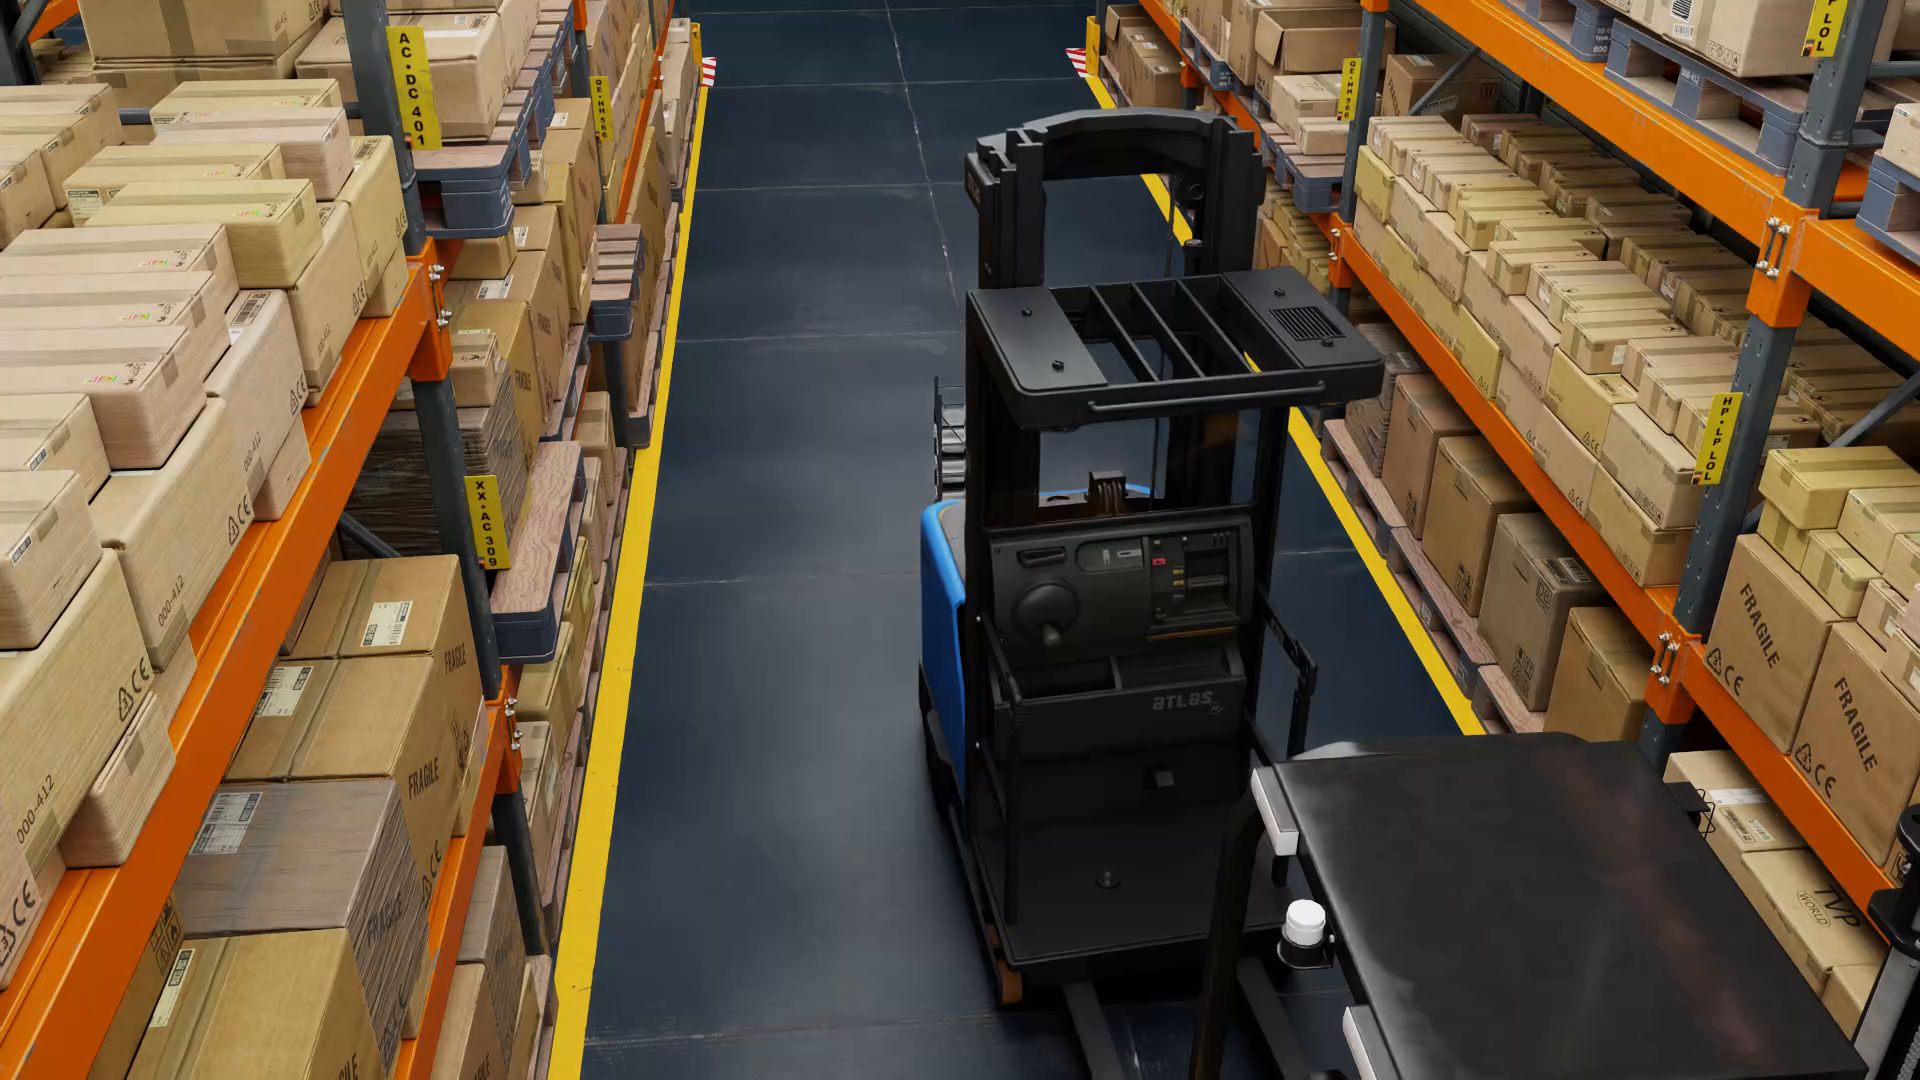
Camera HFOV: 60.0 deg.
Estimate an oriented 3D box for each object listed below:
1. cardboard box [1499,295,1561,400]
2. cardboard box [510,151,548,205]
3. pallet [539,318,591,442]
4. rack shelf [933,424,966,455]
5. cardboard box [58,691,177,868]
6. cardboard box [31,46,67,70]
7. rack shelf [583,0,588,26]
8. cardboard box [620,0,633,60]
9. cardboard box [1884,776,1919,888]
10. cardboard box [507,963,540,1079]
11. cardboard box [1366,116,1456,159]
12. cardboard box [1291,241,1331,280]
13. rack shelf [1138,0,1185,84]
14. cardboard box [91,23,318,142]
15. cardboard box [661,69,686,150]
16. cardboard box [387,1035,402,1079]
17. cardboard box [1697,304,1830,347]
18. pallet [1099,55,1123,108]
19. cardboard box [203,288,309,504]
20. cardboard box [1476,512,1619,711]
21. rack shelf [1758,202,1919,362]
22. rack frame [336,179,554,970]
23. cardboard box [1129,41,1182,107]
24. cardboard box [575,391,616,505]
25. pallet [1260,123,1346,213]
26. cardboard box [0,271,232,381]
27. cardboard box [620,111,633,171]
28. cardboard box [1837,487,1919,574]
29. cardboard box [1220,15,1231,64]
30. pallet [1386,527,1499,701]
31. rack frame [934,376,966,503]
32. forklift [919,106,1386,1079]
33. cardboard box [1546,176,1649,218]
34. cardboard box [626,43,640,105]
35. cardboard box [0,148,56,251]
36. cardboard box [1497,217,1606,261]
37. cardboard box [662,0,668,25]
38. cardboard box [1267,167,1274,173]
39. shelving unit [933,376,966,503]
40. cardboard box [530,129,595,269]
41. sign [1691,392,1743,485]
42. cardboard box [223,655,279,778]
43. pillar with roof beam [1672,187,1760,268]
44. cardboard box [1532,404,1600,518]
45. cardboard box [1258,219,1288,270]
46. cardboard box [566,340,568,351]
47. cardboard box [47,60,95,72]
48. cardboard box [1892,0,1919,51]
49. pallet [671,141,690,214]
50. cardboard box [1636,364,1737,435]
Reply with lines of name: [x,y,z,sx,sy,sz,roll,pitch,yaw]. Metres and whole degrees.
cardboard box: [2.562,-0.802,6.826,0.500,0.250,0.500,-2,31,-4]
cardboard box: [-1.922,-1.500,6.906,0.380,0.149,0.250,-4,31,-7]
pallet: [-2.130,-0.601,7.018,1.003,0.211,1.213,-3,31,-5]
rack shelf: [-0.001,-0.516,8.451,0.258,0.077,0.200,-3,31,-5]
cardboard box: [-1.441,0.368,2.528,0.380,0.149,0.250,-2,31,-4]
cardboard box: [-8.166,-4.281,14.782,0.380,0.149,0.250,-2,31,-4]
rack shelf: [-2.543,-3.692,9.782,1.077,0.370,4.000,-3,31,-5]
cardboard box: [-2.291,-3.203,10.115,0.500,0.500,0.500,-2,31,-4]
cardboard box: [2.855,0.830,4.337,0.500,0.500,0.500,-3,31,-5]
cardboard box: [-1.659,1.639,5.352,0.500,0.250,0.500,-1,31,-2]
cardboard box: [2.322,-2.076,8.571,0.380,0.149,0.250,-2,31,-3]
cardboard box: [2.231,-1.695,10.058,0.380,0.149,0.250,-4,31,-7]
rack shelf: [2.025,-4.686,14.372,1.077,0.370,4.000,-3,31,-5]
cardboard box: [-2.181,-1.345,4.888,0.500,0.250,0.500,-3,31,-6]
cardboard box: [-2.766,-3.597,13.936,0.875,0.438,0.875,-4,31,-6]
cardboard box: [-1.556,1.258,3.963,0.380,0.149,0.250,-3,31,-5]
cardboard box: [3.100,-0.797,6.429,0.380,0.149,0.250,-3,31,-5]
pallet: [1.921,-4.373,15.866,1.003,0.211,1.213,-3,31,-5]
cardboard box: [-1.591,-0.269,3.207,0.500,0.250,0.500,-3,31,-5]
cardboard box: [2.835,0.287,7.250,0.875,0.625,0.625,-3,31,-5]
rack shelf: [3.146,0.153,3.346,1.077,0.370,4.000,-3,31,-5]
rack frame: [-1.982,0.350,5.238,1.000,3.000,0.127,-3,31,-5]
cardboard box: [1.792,-4.093,14.706,0.500,0.500,0.500,-2,31,-4]
cardboard box: [-2.313,-0.455,8.740,0.950,0.372,0.625,-5,31,-8]
pallet: [2.453,-2.192,9.682,1.213,0.211,1.003,-3,31,-5]
cardboard box: [-1.547,-0.361,2.972,0.380,0.149,0.250,-2,31,-4]
cardboard box: [-2.260,-2.419,10.021,0.500,0.250,0.500,-2,31,-3]
cardboard box: [2.826,-0.033,4.860,0.380,0.149,0.250,-2,31,-4]
cardboard box: [1.960,-3.369,11.186,0.396,0.266,0.258,-1,31,-2]
pallet: [2.735,0.309,8.027,1.003,0.211,1.213,-3,31,-5]
rack frame: [-0.010,-0.442,8.613,0.240,0.900,0.006,-3,31,-5]
forklift: [0.608,0.199,5.559,1.130,2.935,3.031,-6,31,-10]
cardboard box: [2.956,-1.574,7.730,0.380,0.149,0.250,-3,31,-5]
cardboard box: [-2.273,-2.891,10.324,0.500,0.250,0.500,-2,31,-4]
cardboard box: [-2.209,-0.729,3.587,0.380,0.149,0.250,-4,31,-6]
cardboard box: [2.574,-1.290,7.254,0.380,0.149,0.250,-3,31,-5]
cardboard box: [-2.556,-4.286,12.903,0.500,0.500,0.500,-3,31,-4]
cardboard box: [2.165,-2.500,11.406,0.380,0.149,0.250,-2,31,-3]
shelving unit: [-0.001,-0.390,8.526,0.258,0.900,0.210,-3,31,-5]
cardboard box: [-1.977,-1.561,7.641,0.500,0.500,0.500,-3,31,-5]
sign: [2.420,-0.322,5.311,0.100,0.325,0.005,-3,31,-5]
cardboard box: [-2.131,0.247,4.048,0.700,0.500,0.500,-3,31,-4]
pillar with roof beam: [-0.681,-3.678,6.133,9.100,9.000,0.400,-3,31,-5]
cardboard box: [2.599,-0.326,6.517,0.500,0.250,0.500,-3,31,-5]
cardboard box: [2.244,-1.767,10.812,0.500,0.500,0.500,-1,31,-2]
cardboard box: [-1.867,-0.821,7.035,0.380,0.149,0.250,-4,31,-6]
cardboard box: [-7.642,-4.049,14.394,0.380,0.149,0.250,-4,31,-7]
cardboard box: [3.076,-1.735,5.543,0.380,0.149,0.250,-3,31,-5]
pallet: [-2.723,-2.929,13.448,1.003,0.211,1.213,-3,31,-5]
cardboard box: [2.664,-0.506,5.941,0.380,0.149,0.250,-3,31,-5]
